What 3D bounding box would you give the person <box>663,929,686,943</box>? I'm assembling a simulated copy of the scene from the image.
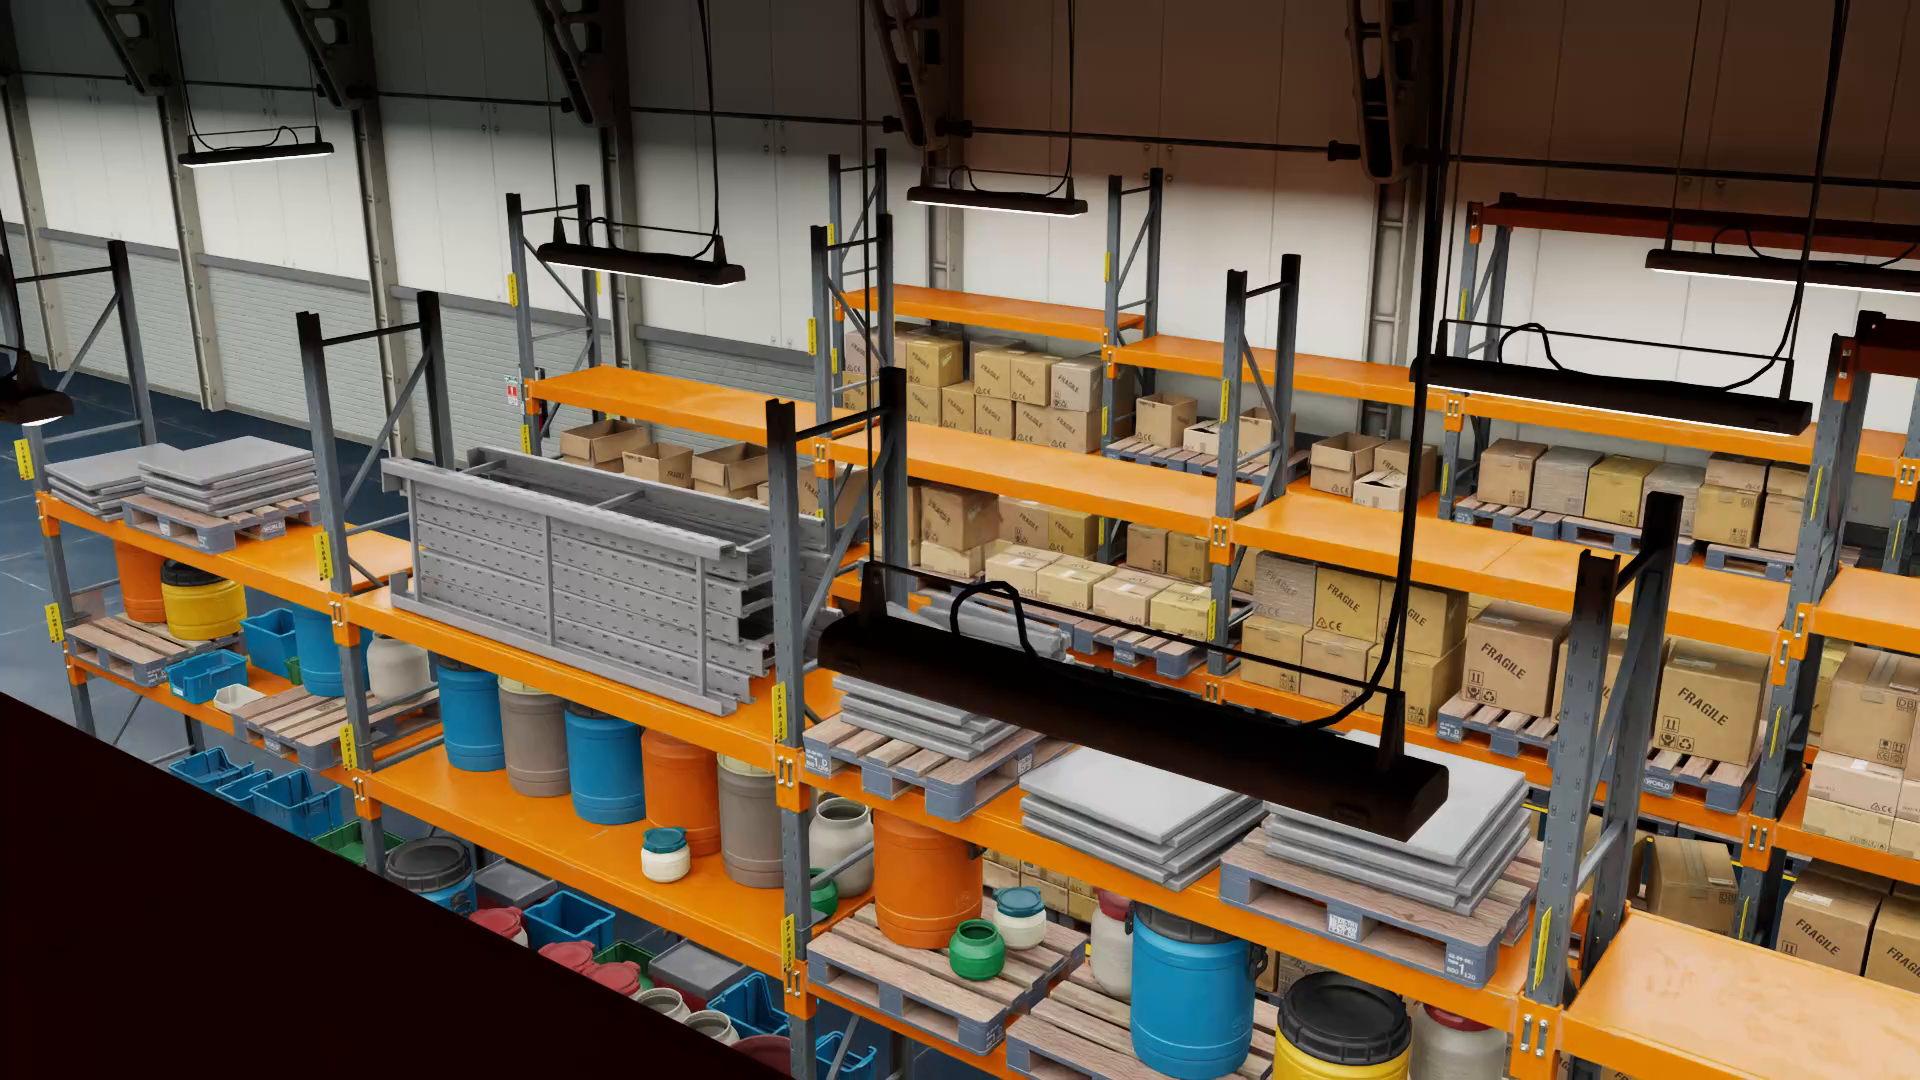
[{"bbox_3d":[-2.118,3.140,13.218,0.432,1.552,0.903,-16,24,-40],"label":"person"}]
